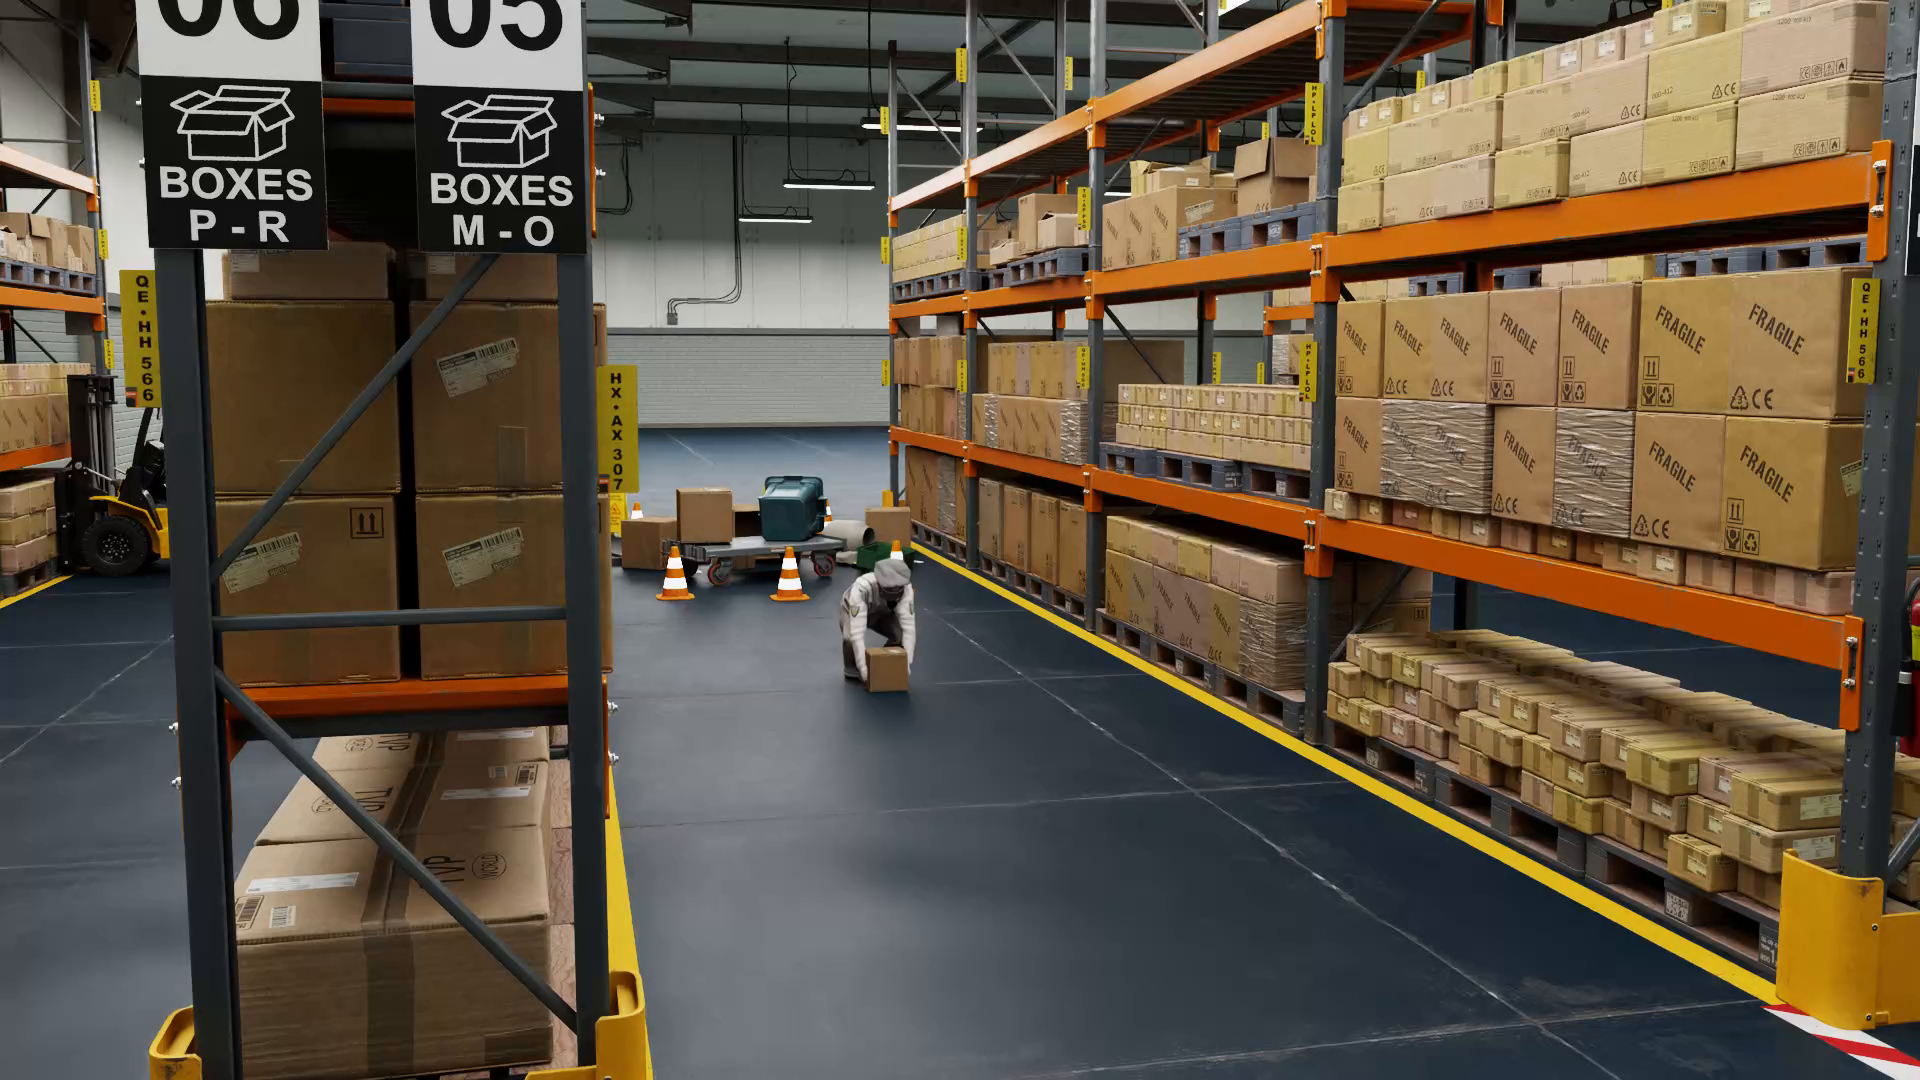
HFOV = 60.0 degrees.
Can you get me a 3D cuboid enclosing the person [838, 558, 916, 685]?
[{"bbox_3d":[-0.565,0.520,11.194,0.482,0.856,0.859,-2,6,-14],"label":"person"}]
